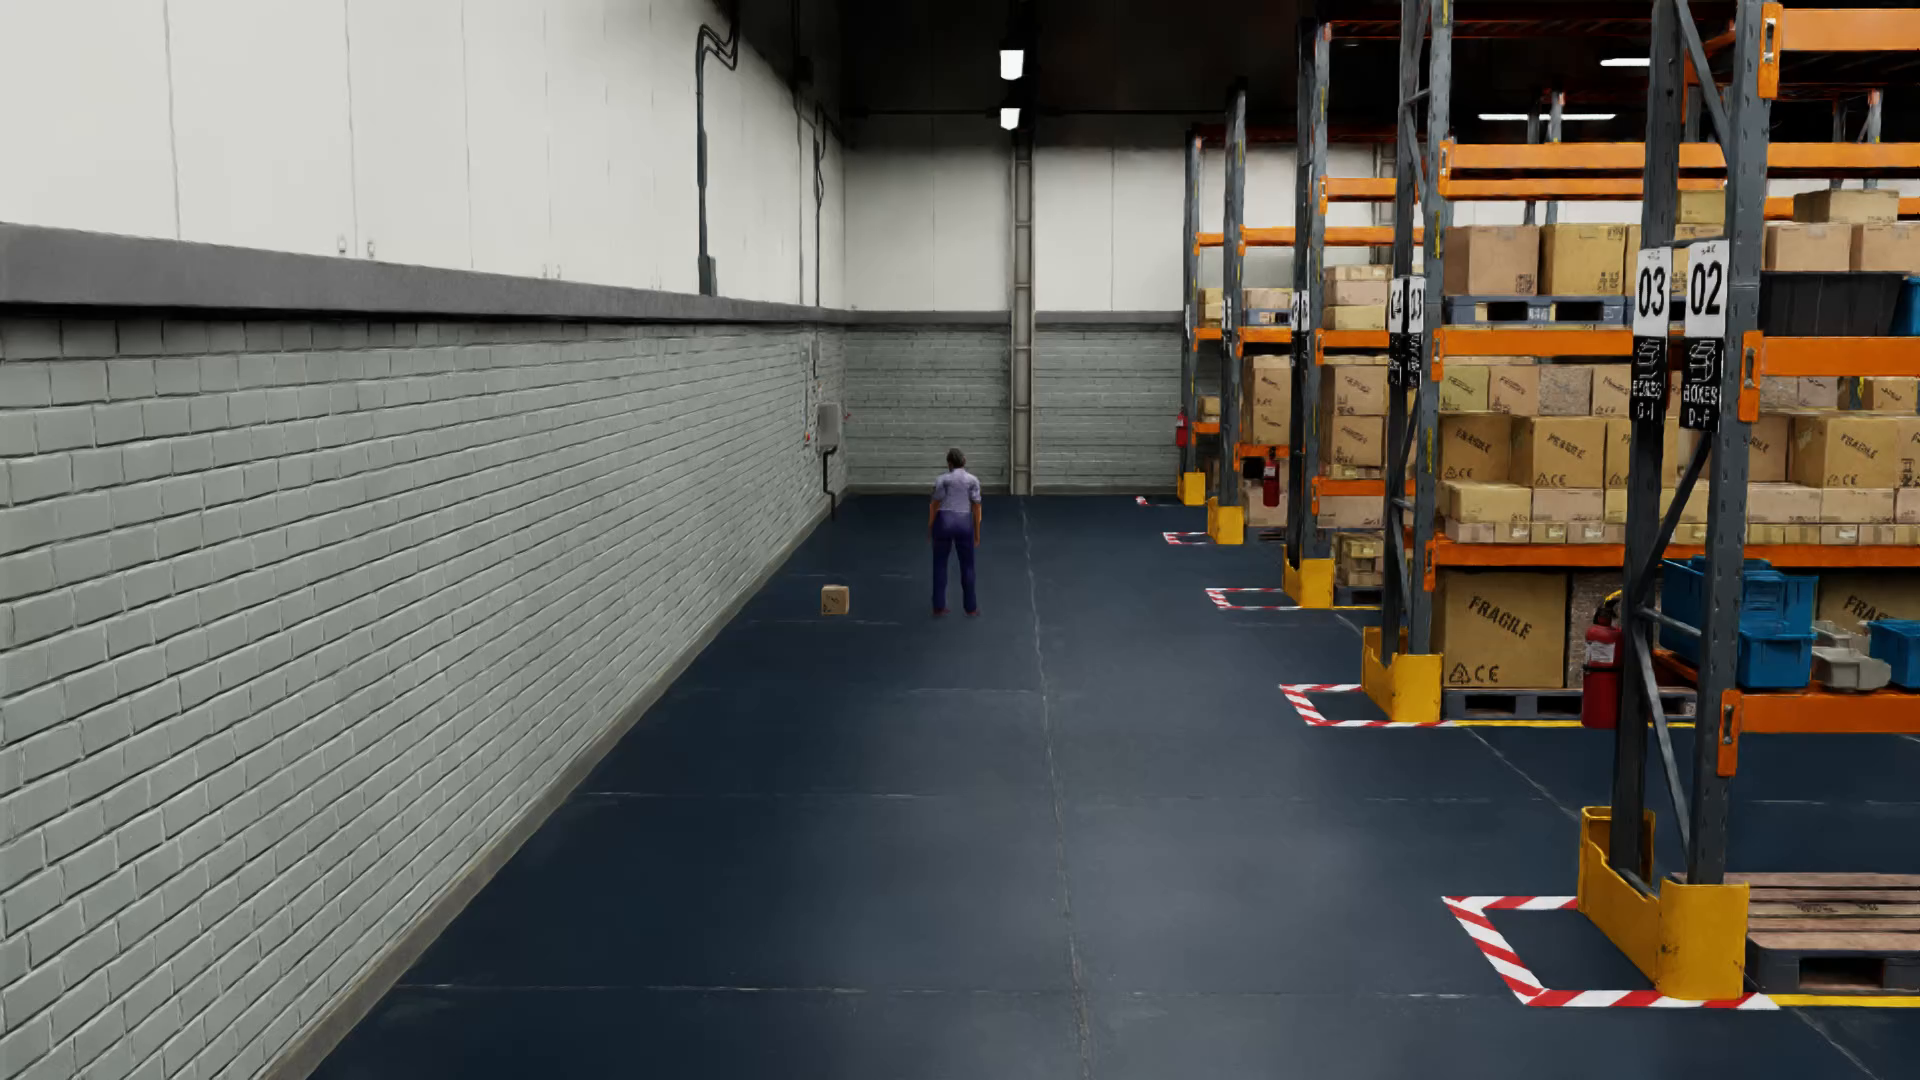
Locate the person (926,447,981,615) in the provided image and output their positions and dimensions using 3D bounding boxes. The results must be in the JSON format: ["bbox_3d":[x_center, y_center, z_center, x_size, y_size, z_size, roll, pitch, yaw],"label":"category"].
[{"bbox_3d":[-0.057,-0.077,16.276,0.528,1.658,0.368,-1,7,-11],"label":"person"}]
